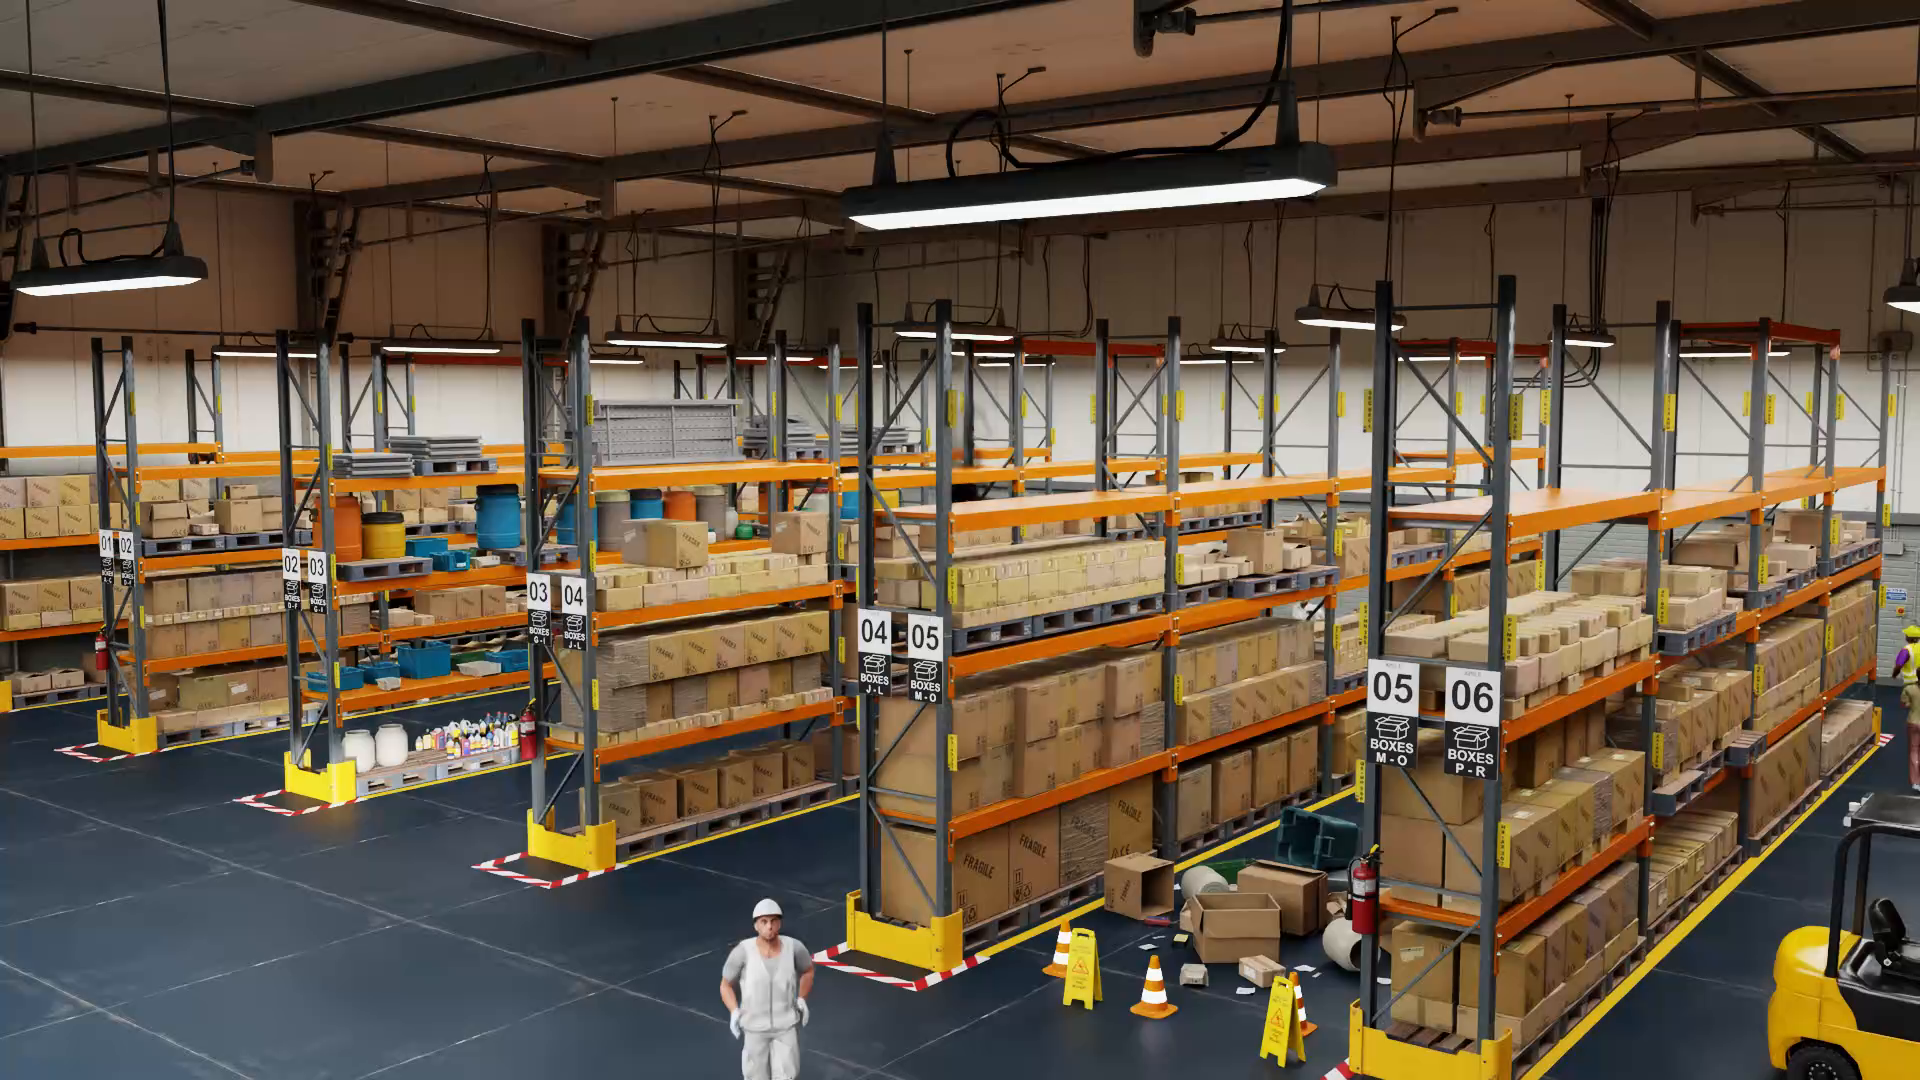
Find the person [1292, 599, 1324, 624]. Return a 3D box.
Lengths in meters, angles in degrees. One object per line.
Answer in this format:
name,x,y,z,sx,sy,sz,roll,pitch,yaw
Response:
person,6.060,1.754,29.093,0.663,1.830,0.847,3,6,33

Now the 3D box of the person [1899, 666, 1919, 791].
person,12.442,2.460,21.509,0.544,1.725,0.737,3,6,29

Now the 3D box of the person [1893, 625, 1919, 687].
person,14.416,2.142,25.111,0.746,1.706,0.554,-1,5,-10

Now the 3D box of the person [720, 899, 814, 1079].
person,-1.304,3.312,11.387,0.655,1.759,0.744,-1,5,-14

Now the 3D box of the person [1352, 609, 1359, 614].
person,6.668,1.958,27.578,0.644,1.654,0.581,-4,7,-41
